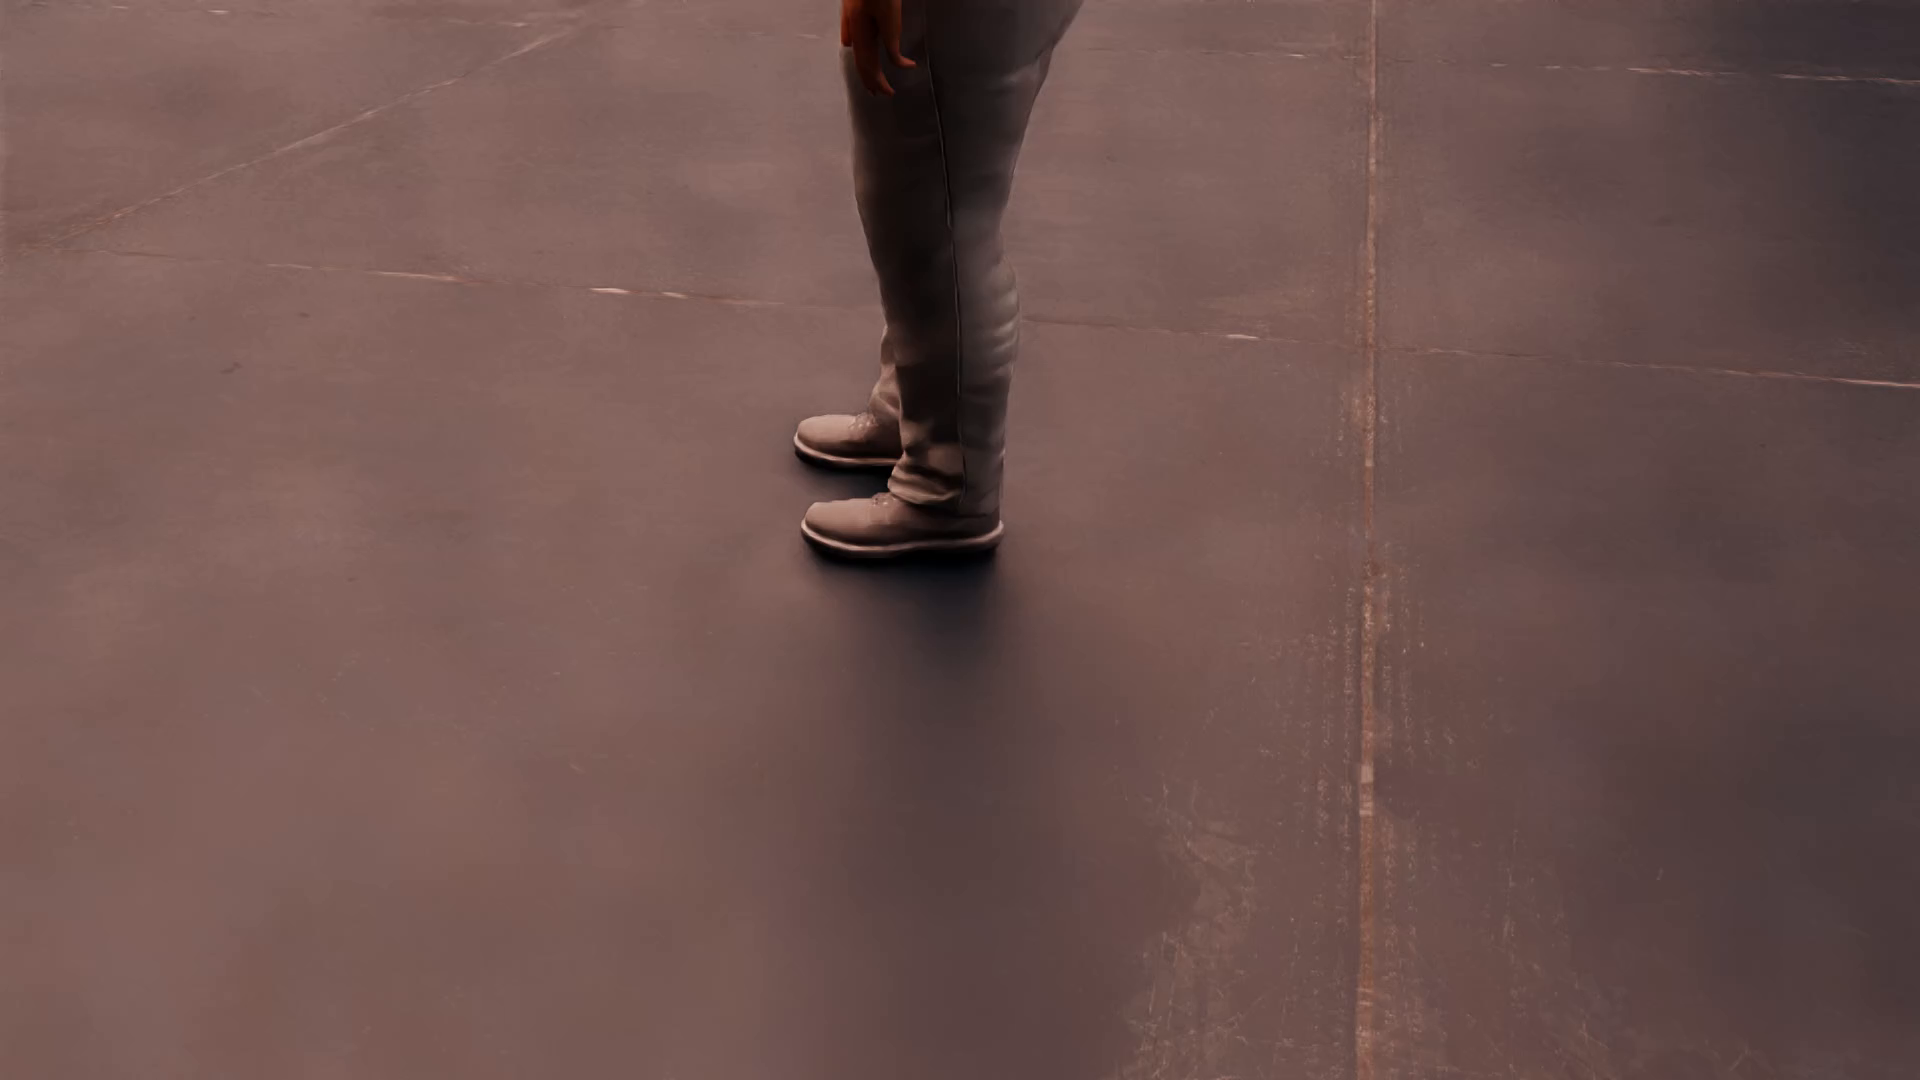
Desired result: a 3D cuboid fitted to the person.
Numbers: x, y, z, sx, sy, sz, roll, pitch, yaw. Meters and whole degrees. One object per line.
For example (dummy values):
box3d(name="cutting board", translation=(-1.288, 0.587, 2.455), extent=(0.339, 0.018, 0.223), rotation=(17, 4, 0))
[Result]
box3d(name="person", translation=(-0.070, -0.768, 2.156), extent=(0.529, 1.669, 0.598), rotation=(6, 27, 11))
